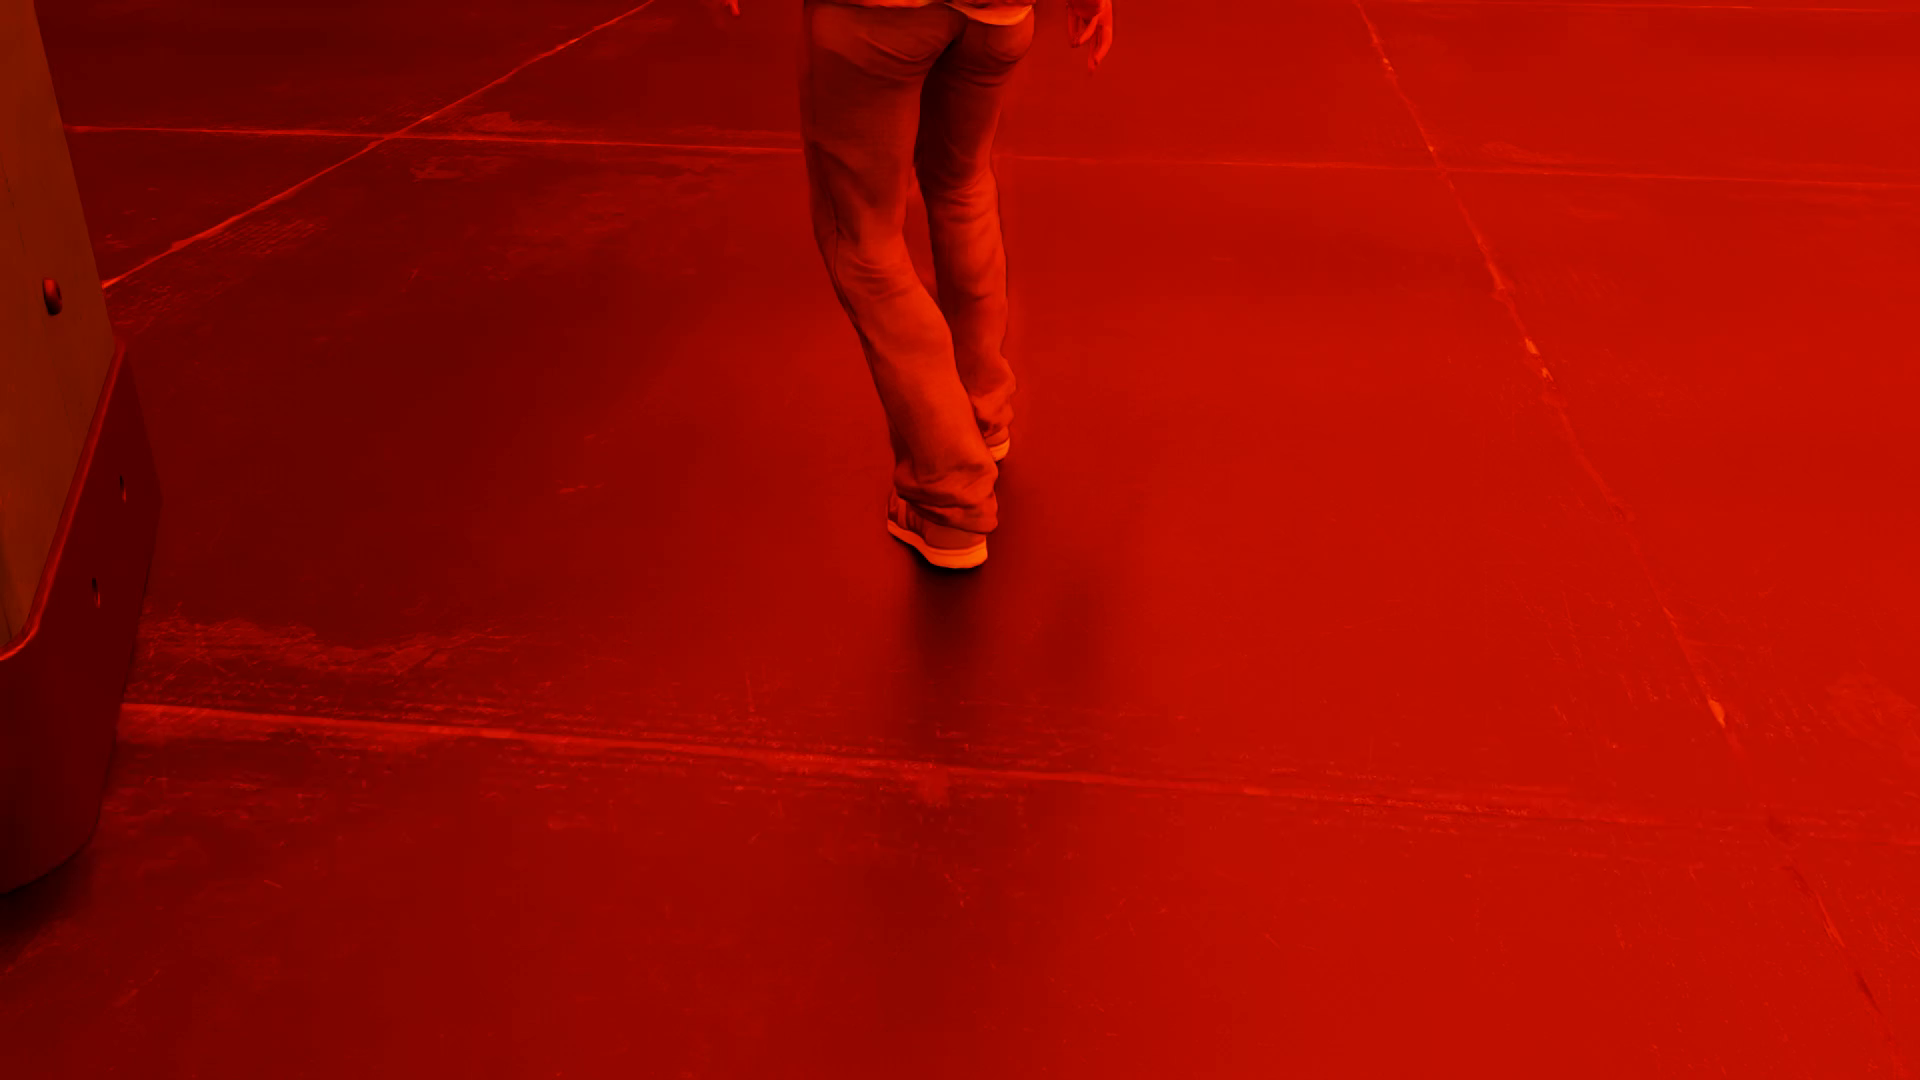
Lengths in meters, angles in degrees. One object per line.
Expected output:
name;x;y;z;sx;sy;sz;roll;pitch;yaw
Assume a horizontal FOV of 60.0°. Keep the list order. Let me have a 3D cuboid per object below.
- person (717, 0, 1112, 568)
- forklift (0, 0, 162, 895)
person;-0.045;-0.760;2.296;0.528;1.553;0.586;-16;31;-29
forklift;-2.475;-0.908;1.037;3.031;2.935;1.130;-9;28;-17
